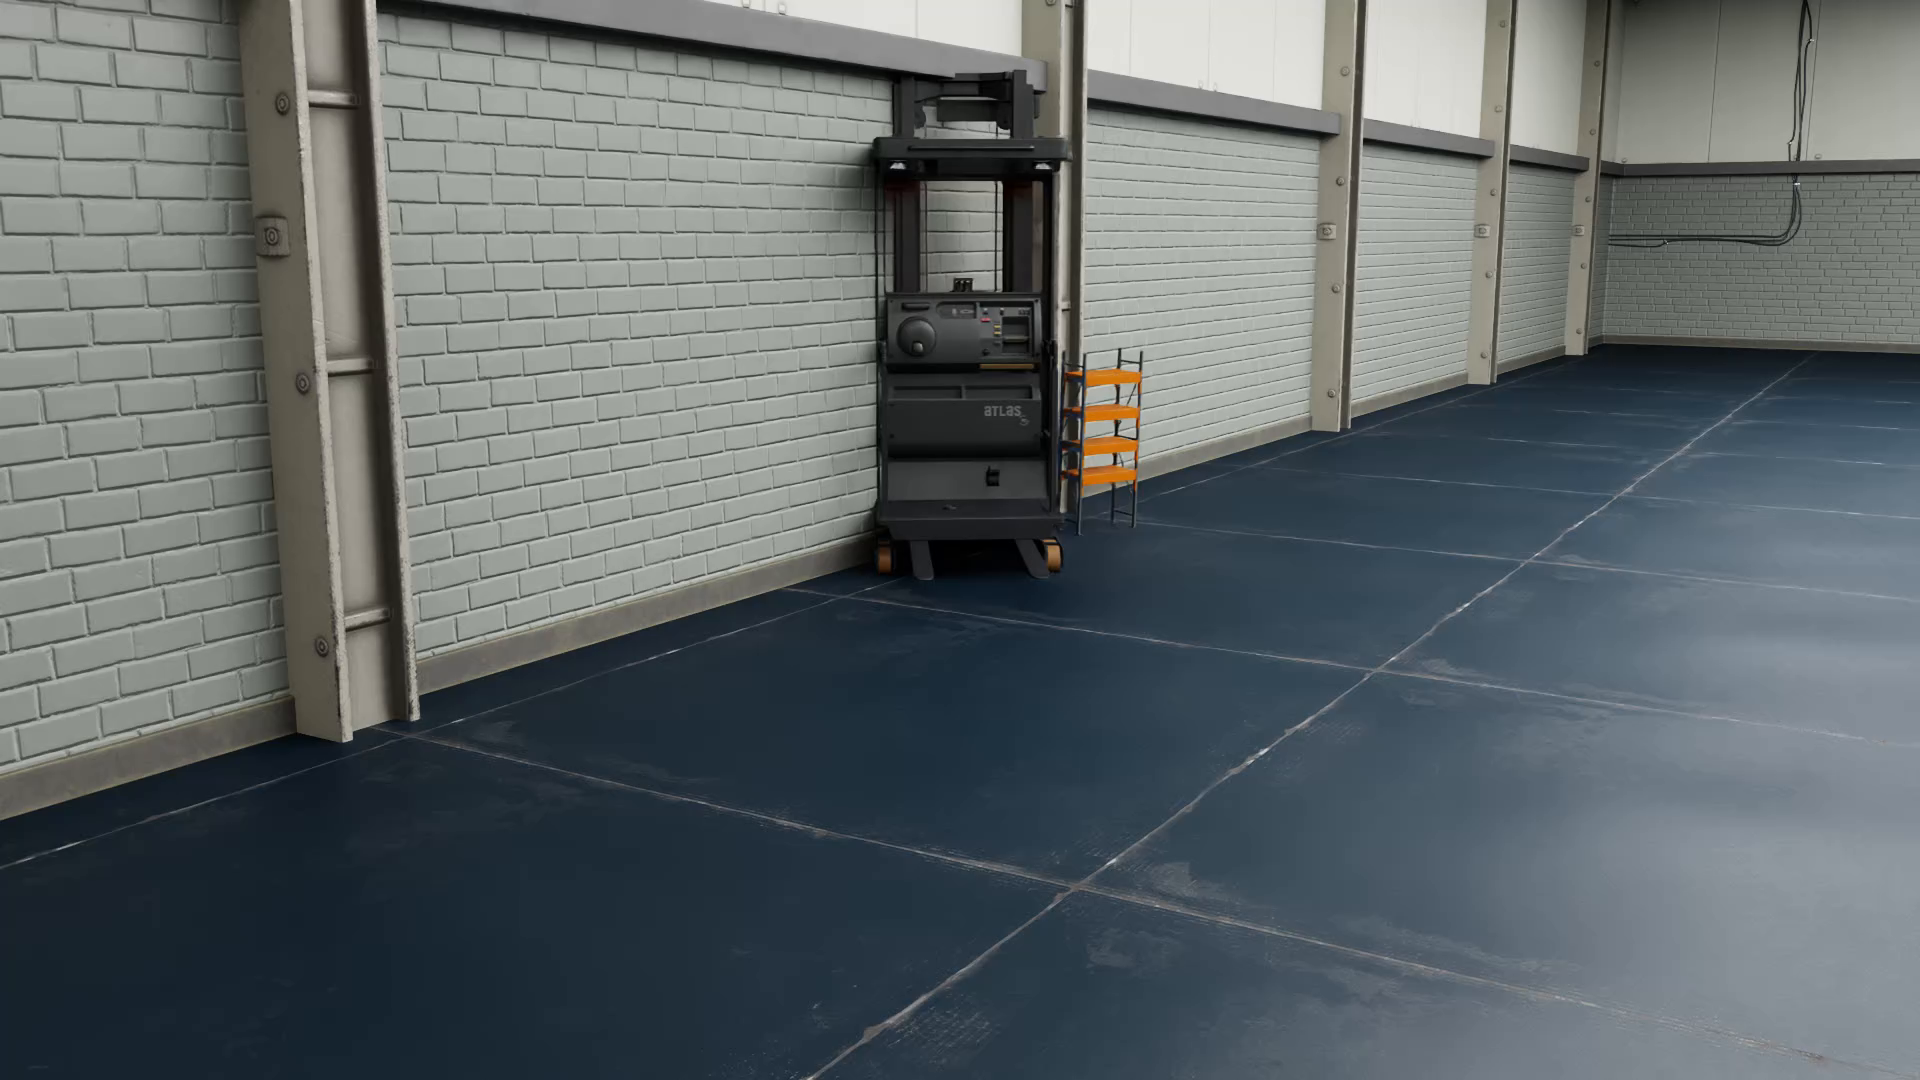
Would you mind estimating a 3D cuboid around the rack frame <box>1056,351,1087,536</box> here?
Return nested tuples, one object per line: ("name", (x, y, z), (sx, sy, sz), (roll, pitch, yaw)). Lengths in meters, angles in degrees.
("rack frame", (0.735, -0.638, 10.990), (0.015, 1.200, 0.240), (-8, 15, -35))

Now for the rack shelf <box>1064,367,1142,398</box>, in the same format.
("rack shelf", (0.942, -1.048, 11.046), (0.480, 0.148, 0.258), (-8, 15, -35))

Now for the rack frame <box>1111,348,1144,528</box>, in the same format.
("rack frame", (1.131, -0.691, 11.270), (0.015, 1.200, 0.240), (-8, 15, -35))

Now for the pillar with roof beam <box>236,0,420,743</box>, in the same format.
("pillar with roof beam", (1.205, -3.255, 3.801), (9.100, 9.000, 0.400), (6, 12, 31))

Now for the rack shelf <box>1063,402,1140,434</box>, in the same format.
("rack shelf", (0.937, -0.817, 11.096), (0.480, 0.148, 0.258), (-8, 15, -35))

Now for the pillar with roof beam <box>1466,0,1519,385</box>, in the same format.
("pillar with roof beam", (10.550, -6.086, 18.922), (9.100, 9.000, 0.400), (6, 12, 31))

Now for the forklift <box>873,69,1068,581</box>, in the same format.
("forklift", (0.040, -1.299, 9.844), (1.130, 2.935, 3.031), (-1, 11, -3))

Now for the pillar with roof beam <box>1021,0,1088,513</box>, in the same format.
("pillar with roof beam", (4.320, -4.199, 8.841), (9.100, 9.000, 0.400), (6, 12, 31))

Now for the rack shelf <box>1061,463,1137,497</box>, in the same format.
("rack shelf", (0.927, -0.405, 11.187), (0.480, 0.148, 0.258), (-8, 15, -35))

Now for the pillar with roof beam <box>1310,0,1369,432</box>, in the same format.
("pillar with roof beam", (7.435, -5.142, 13.881), (9.100, 9.000, 0.400), (6, 12, 31))

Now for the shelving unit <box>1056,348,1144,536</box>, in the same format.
("shelving unit", (0.933, -0.665, 11.130), (0.503, 1.200, 0.258), (-8, 15, -35))

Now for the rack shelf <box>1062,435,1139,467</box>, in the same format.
("rack shelf", (0.932, -0.599, 11.145), (0.480, 0.148, 0.258), (-8, 15, -35))

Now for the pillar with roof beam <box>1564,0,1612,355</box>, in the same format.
("pillar with roof beam", (13.666, -7.029, 23.962), (9.100, 9.000, 0.400), (6, 12, 31))

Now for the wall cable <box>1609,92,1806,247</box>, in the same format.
("wall cable", (12.646, -6.251, 28.245), (3.097, 2.526, 0.112), (6, 12, 31))

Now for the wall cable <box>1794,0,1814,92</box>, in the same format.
("wall cable", (14.958, -8.475, 26.400), (3.097, 2.526, 0.112), (6, 12, 31))
